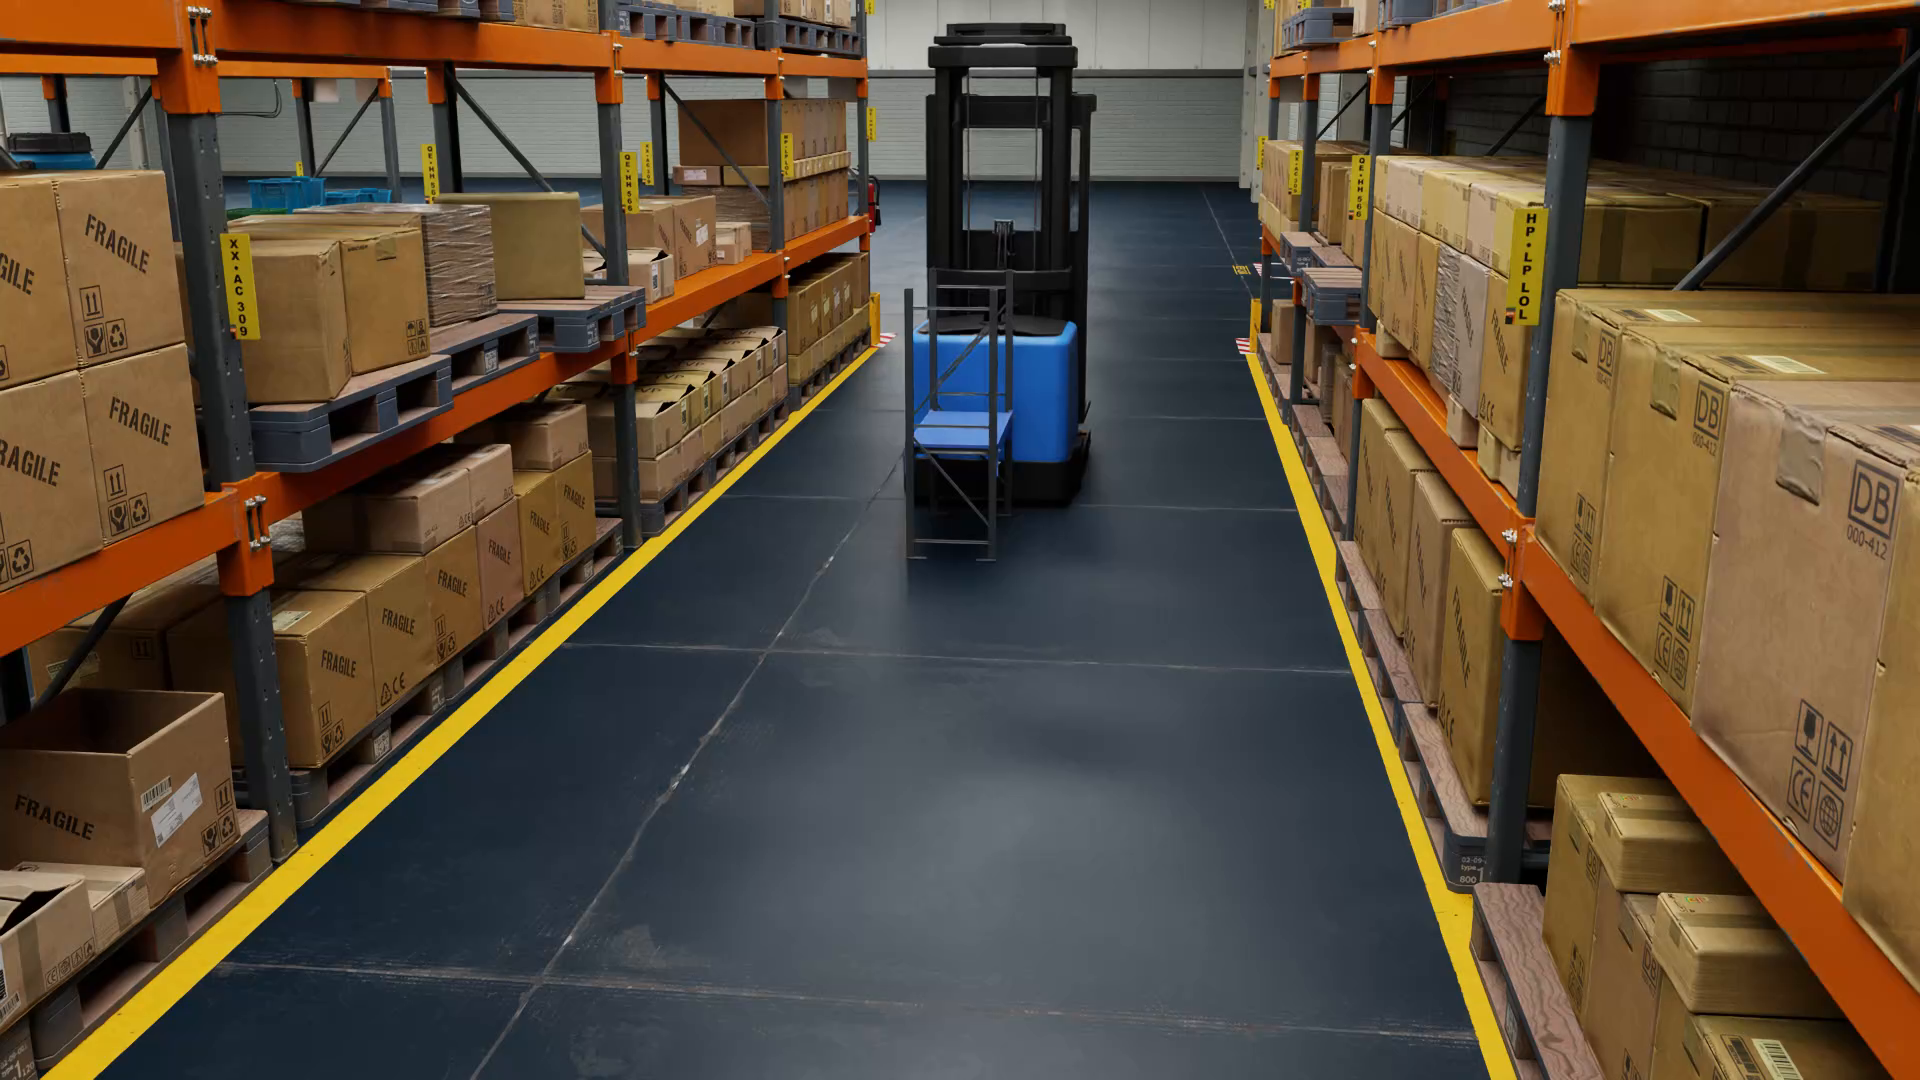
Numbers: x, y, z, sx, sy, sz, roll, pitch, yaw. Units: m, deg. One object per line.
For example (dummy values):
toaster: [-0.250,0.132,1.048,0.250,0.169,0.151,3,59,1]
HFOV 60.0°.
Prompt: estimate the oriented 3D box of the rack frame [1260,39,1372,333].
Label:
rack frame: [3.499,-3.349,16.300,1.000,3.000,0.127,2,15,6]

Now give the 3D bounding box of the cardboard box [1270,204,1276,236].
cardboard box: [2.961,-2.771,14.412,0.500,0.250,0.500,2,15,7]

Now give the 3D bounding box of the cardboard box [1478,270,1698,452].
cardboard box: [1.946,-0.565,5.206,0.500,0.500,0.500,1,15,5]

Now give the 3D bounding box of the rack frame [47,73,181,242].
rack frame: [-6.797,-2.603,13.543,1.000,3.000,0.127,2,15,6]

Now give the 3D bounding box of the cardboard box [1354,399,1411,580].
cardboard box: [2.383,-0.252,8.162,0.750,0.750,0.750,1,15,6]

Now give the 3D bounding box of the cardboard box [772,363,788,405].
cardboard box: [-1.634,-1.216,12.875,0.500,0.250,0.500,2,15,6]

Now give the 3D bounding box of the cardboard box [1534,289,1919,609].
cardboard box: [2.067,-0.241,4.233,0.980,0.700,0.700,2,15,7]

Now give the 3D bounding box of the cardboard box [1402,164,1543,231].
cardboard box: [2.176,-1.458,7.072,0.500,0.250,0.500,2,15,7]

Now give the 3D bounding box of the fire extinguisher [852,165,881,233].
fire extinguisher: [-0.949,-3.473,16.909,0.296,0.674,0.183,2,15,6]

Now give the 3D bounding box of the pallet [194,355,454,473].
pallet: [-2.579,-0.493,6.106,1.003,0.211,1.213,2,15,6]

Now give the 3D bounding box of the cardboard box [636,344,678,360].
cardboard box: [-2.288,-1.239,11.885,0.500,0.311,0.500,1,15,4]

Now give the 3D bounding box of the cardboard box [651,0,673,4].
cardboard box: [-2.152,-3.541,10.746,0.500,0.250,0.500,0,15,2]

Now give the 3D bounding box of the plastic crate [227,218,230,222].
plastic crate: [-6.611,-2.705,14.039,0.767,0.338,0.504,2,15,6]

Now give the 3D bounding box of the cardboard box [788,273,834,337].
cardboard box: [-1.399,-2.064,14.576,0.500,0.500,0.500,2,15,6]

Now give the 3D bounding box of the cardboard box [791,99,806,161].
cardboard box: [-1.719,-3.507,14.209,0.700,0.500,0.500,2,15,6]

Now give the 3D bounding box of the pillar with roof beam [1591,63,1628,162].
pillar with roof beam: [-0.675,-4.609,9.466,9.100,9.000,0.400,2,15,6]

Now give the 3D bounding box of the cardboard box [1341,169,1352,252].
cardboard box: [2.843,-2.125,10.739,0.700,0.500,0.500,4,16,14]

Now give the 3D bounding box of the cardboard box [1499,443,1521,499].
cardboard box: [1.901,-0.221,5.176,0.380,0.149,0.250,2,15,7]

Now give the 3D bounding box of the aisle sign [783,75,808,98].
aisle sign: [-1.721,-4.775,16.594,0.394,0.787,0.004,2,15,6]

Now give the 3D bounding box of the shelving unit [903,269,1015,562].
shelving unit: [0.010,-0.746,9.548,0.538,1.500,1.048,2,15,6]

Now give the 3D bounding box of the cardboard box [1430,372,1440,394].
cardboard box: [2.166,-0.686,6.894,0.380,0.149,0.250,2,15,7]

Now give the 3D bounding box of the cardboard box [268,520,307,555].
cardboard box: [-2.886,0.218,7.054,0.500,0.500,0.500,2,15,7]

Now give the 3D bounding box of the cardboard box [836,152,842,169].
cardboard box: [-1.335,-3.616,15.855,0.380,0.149,0.250,1,15,5]

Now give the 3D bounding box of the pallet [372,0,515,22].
pallet: [-2.521,-2.175,6.572,1.213,0.211,1.003,2,15,6]

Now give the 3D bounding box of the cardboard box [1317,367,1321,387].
cardboard box: [3.078,-1.296,13.293,0.380,0.166,0.250,0,15,-1]

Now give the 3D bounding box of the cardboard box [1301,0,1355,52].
cardboard box: [2.859,-3.956,12.570,0.500,0.500,0.500,2,15,8]

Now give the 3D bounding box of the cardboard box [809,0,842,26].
cardboard box: [-1.355,-4.718,14.717,0.500,0.311,0.500,4,16,13]

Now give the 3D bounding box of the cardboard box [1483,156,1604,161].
cardboard box: [2.802,-1.712,8.012,0.500,0.250,0.500,2,15,8]

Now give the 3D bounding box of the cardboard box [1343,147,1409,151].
cardboard box: [3.432,-2.990,13.784,0.500,0.500,0.500,2,15,8]

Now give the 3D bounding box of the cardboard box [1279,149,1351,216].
cardboard box: [2.844,-2.872,13.349,0.500,0.500,0.500,2,15,6]

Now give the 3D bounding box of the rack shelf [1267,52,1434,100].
rack shelf: [3.273,-3.931,14.085,1.077,0.370,4.000,2,15,6]

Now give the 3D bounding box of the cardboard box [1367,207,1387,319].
cardboard box: [2.287,-1.357,8.135,0.500,0.500,0.500,2,15,8]

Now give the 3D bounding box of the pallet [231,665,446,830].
pallet: [-2.724,0.753,6.475,1.003,0.211,1.213,2,15,6]

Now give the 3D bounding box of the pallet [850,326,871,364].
pallet: [-1.469,-1.948,16.462,1.003,0.211,1.213,2,15,6]

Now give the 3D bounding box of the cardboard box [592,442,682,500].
cardboard box: [-1.976,-0.422,9.938,0.500,0.250,0.500,2,15,6]

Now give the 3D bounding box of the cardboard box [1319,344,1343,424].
cardboard box: [2.981,-1.126,12.025,0.700,0.500,0.500,2,15,8]

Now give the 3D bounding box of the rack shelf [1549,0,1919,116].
rack shelf: [1.919,-0.819,2.575,1.077,0.370,4.000,2,15,6]

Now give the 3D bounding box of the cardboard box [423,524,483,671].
cardboard box: [-2.368,0.226,7.024,0.500,0.500,0.500,2,15,7]

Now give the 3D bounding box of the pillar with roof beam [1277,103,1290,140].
pillar with roof beam: [2.033,-10.833,32.486,9.100,9.000,0.400,2,15,6]

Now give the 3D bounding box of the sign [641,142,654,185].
sign: [-2.427,-2.928,12.935,0.100,0.325,0.005,2,15,6]

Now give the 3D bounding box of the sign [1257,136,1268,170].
sign: [2.959,-3.783,16.246,0.100,0.325,0.005,2,15,6]

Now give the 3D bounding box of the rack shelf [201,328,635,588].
rack shelf: [-2.552,-0.553,7.339,1.077,0.370,4.000,2,15,6]

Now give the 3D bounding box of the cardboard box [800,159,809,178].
cardboard box: [-1.511,-3.216,14.375,0.380,0.149,0.250,1,15,5]

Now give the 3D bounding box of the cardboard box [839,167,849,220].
cardboard box: [-1.489,-3.421,16.377,0.700,0.500,0.500,2,15,6]

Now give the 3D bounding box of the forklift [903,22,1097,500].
forklift: [0.351,-1.999,11.438,1.130,2.935,3.031,2,15,7]

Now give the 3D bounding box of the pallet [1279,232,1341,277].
pallet: [2.816,-2.025,11.772,1.003,0.211,1.213,2,15,6]

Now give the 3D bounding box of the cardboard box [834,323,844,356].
cardboard box: [-1.348,-1.832,15.154,0.500,0.250,0.500,2,15,6]

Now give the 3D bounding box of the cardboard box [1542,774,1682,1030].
cardboard box: [1.958,0.958,4.356,0.700,0.500,0.500,2,15,7]

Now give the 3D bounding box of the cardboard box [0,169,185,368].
cardboard box: [-2.578,-0.774,4.670,0.500,0.500,0.500,2,15,7]

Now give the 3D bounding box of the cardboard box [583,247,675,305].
cardboard box: [-2.033,-1.602,10.012,0.500,0.311,0.500,2,15,6]

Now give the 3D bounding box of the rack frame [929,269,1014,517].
rack frame: [0.067,-0.878,10.036,0.500,1.500,0.032,2,15,6]

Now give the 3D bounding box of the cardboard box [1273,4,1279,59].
cardboard box: [3.212,-4.775,15.600,0.500,0.500,0.500,2,15,8]

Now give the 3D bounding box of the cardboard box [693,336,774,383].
cardboard box: [-1.689,-1.354,12.311,0.500,0.311,0.500,2,15,8]

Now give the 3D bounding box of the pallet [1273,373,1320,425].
pallet: [3.088,-1.141,13.476,1.003,0.211,1.213,2,15,6]

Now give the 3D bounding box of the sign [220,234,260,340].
sign: [-2.238,-0.785,5.162,0.100,0.325,0.005,2,15,6]

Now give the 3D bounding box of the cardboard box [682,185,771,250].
cardboard box: [-1.831,-2.620,13.413,0.700,0.500,0.500,1,15,5]
